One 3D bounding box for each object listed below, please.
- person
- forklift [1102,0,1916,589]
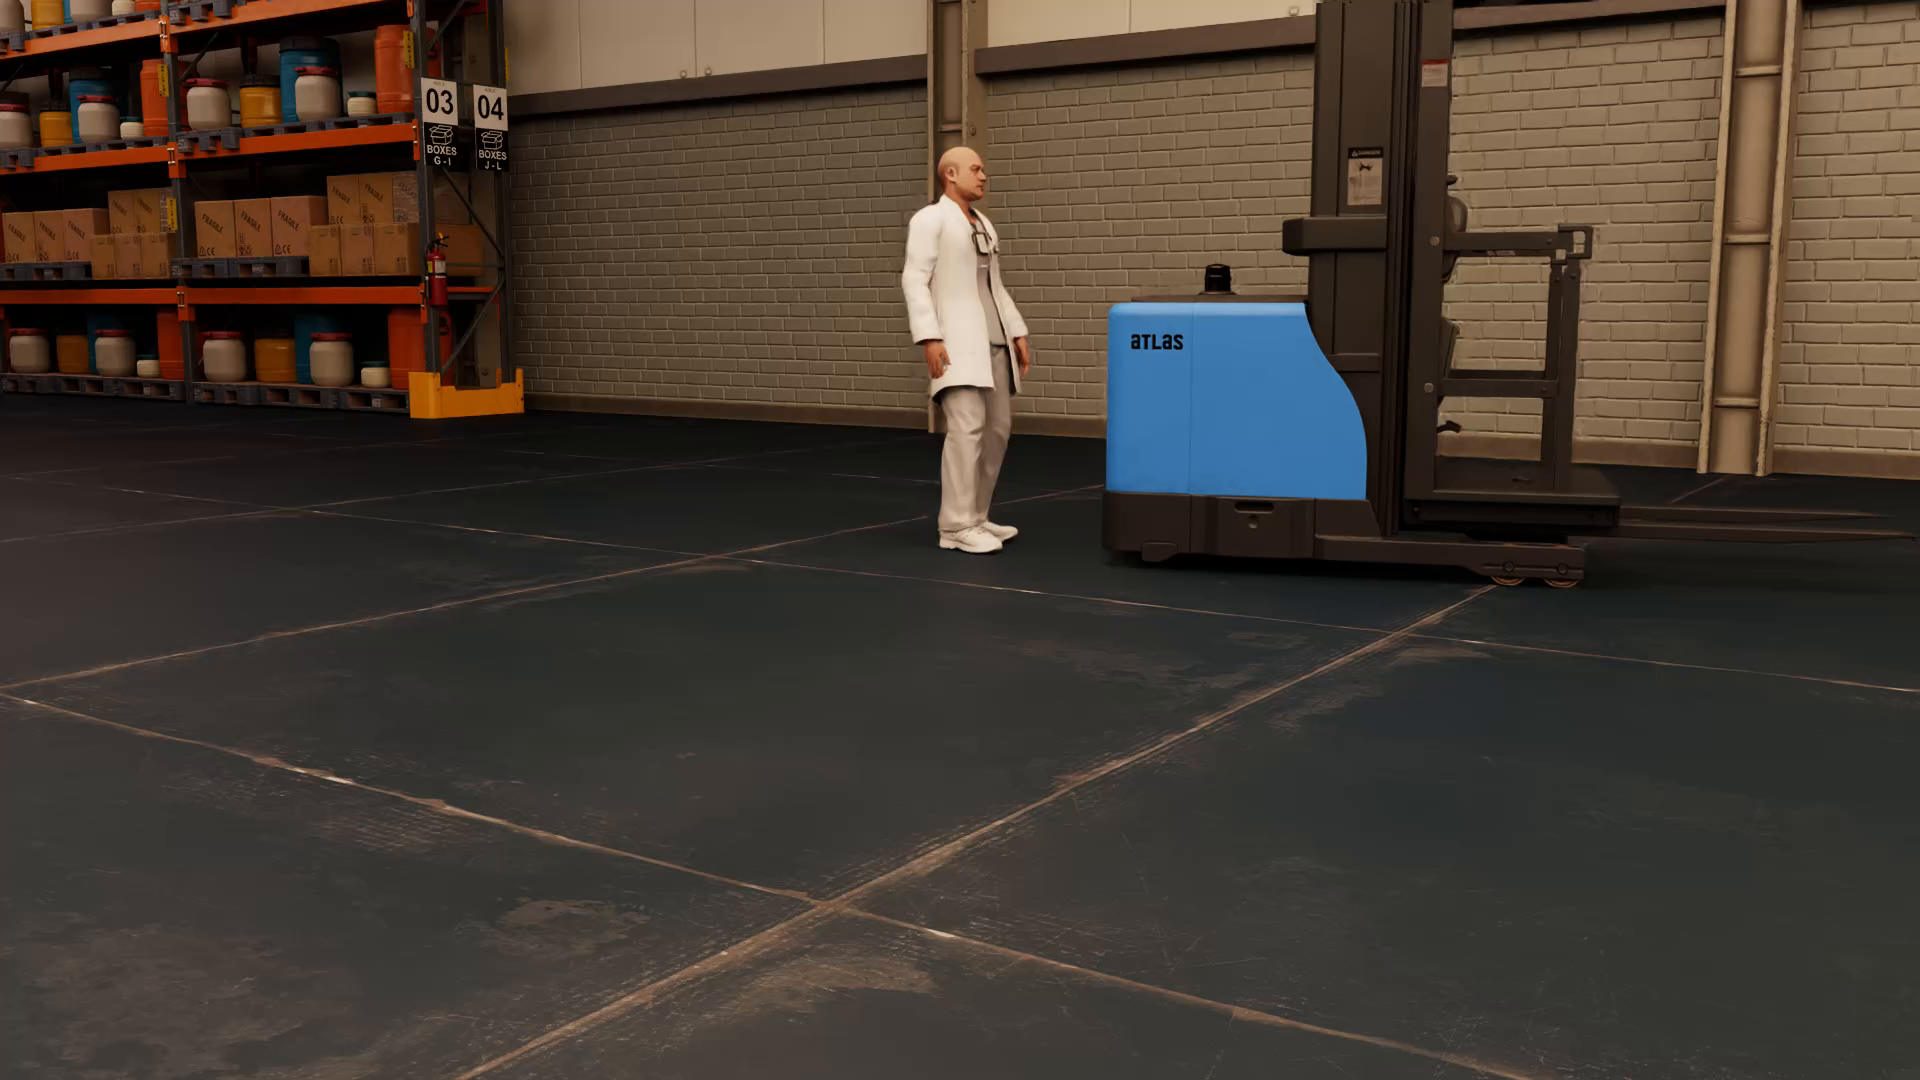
[{"bbox_3d":[0.111,-0.855,7.405,0.573,1.770,0.725,6,10,36],"label":"person"},{"bbox_3d":[2.163,-1.350,6.688,3.031,2.935,1.130,2,8,16],"label":"forklift"}]
